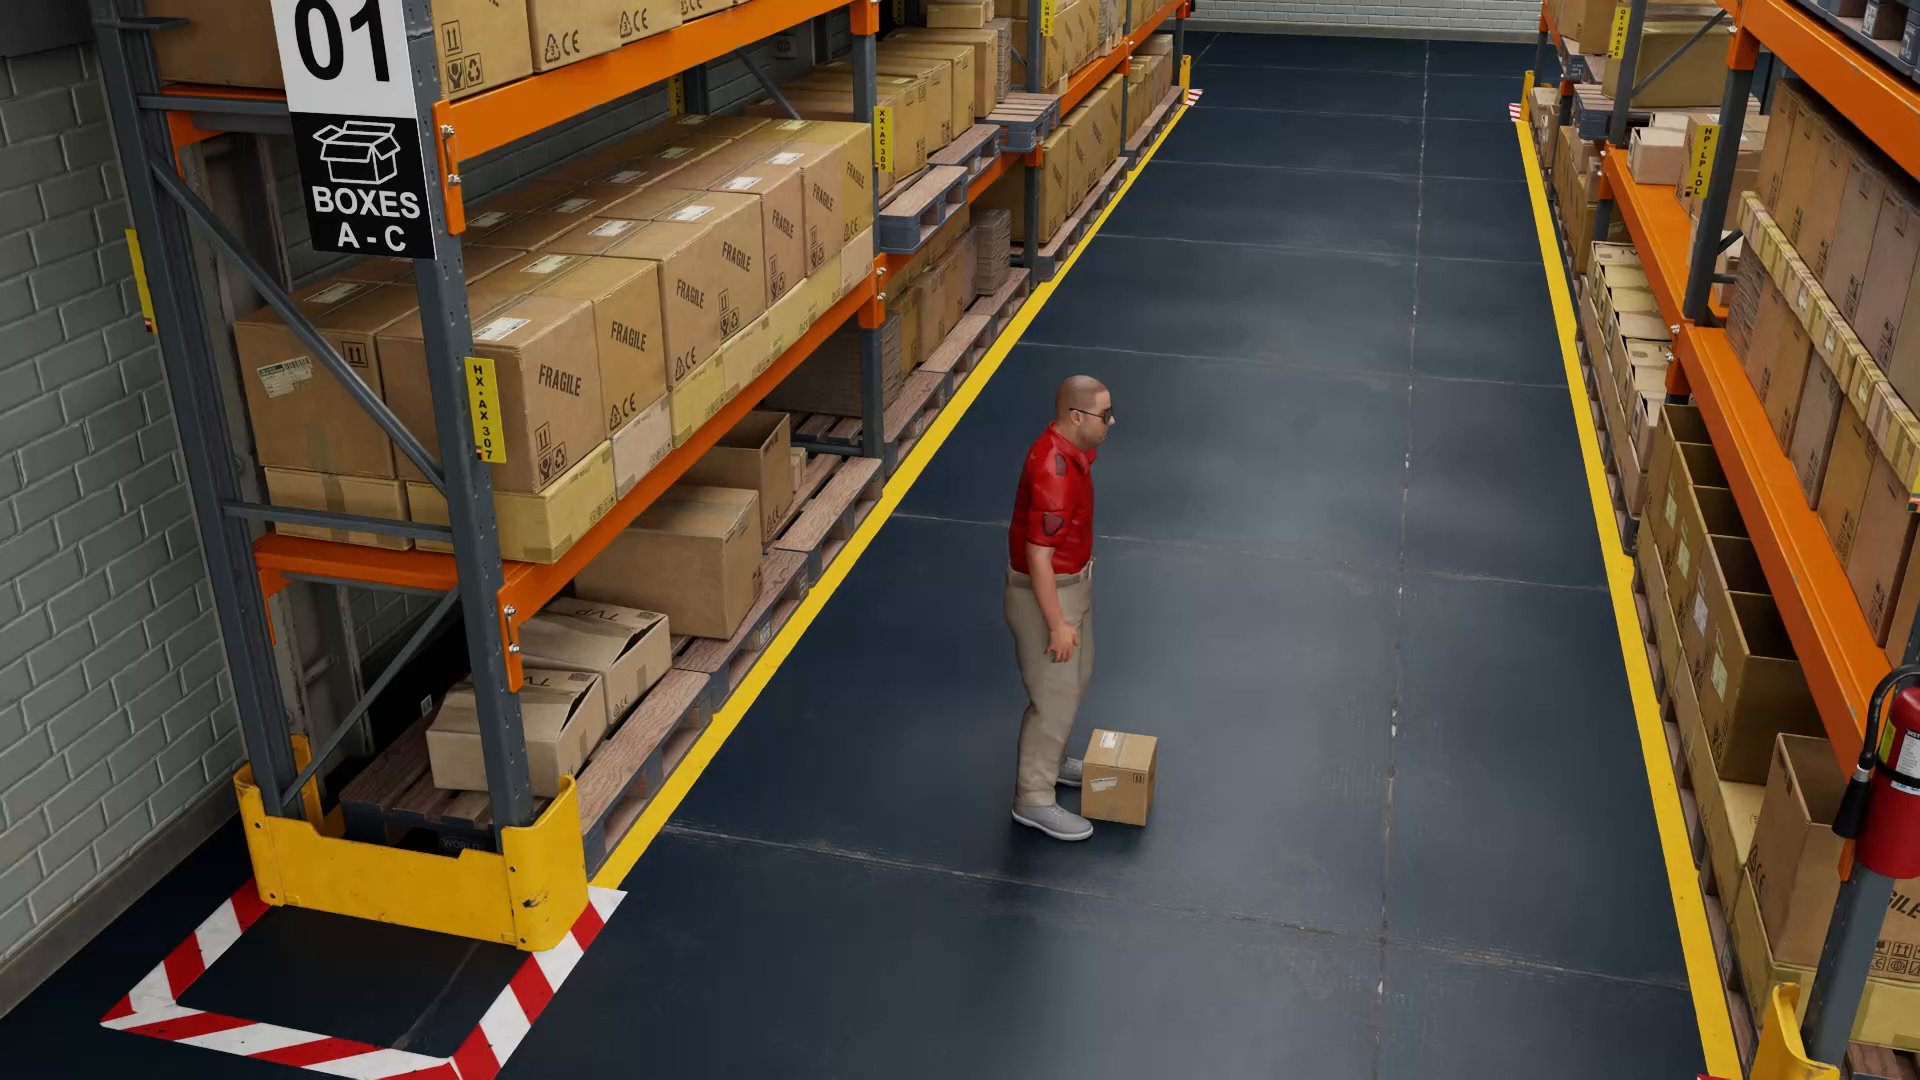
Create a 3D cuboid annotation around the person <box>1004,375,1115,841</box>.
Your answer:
[{"bbox_3d":[0.368,0.217,6.161,0.387,1.727,0.606,5,26,10],"label":"person"}]
